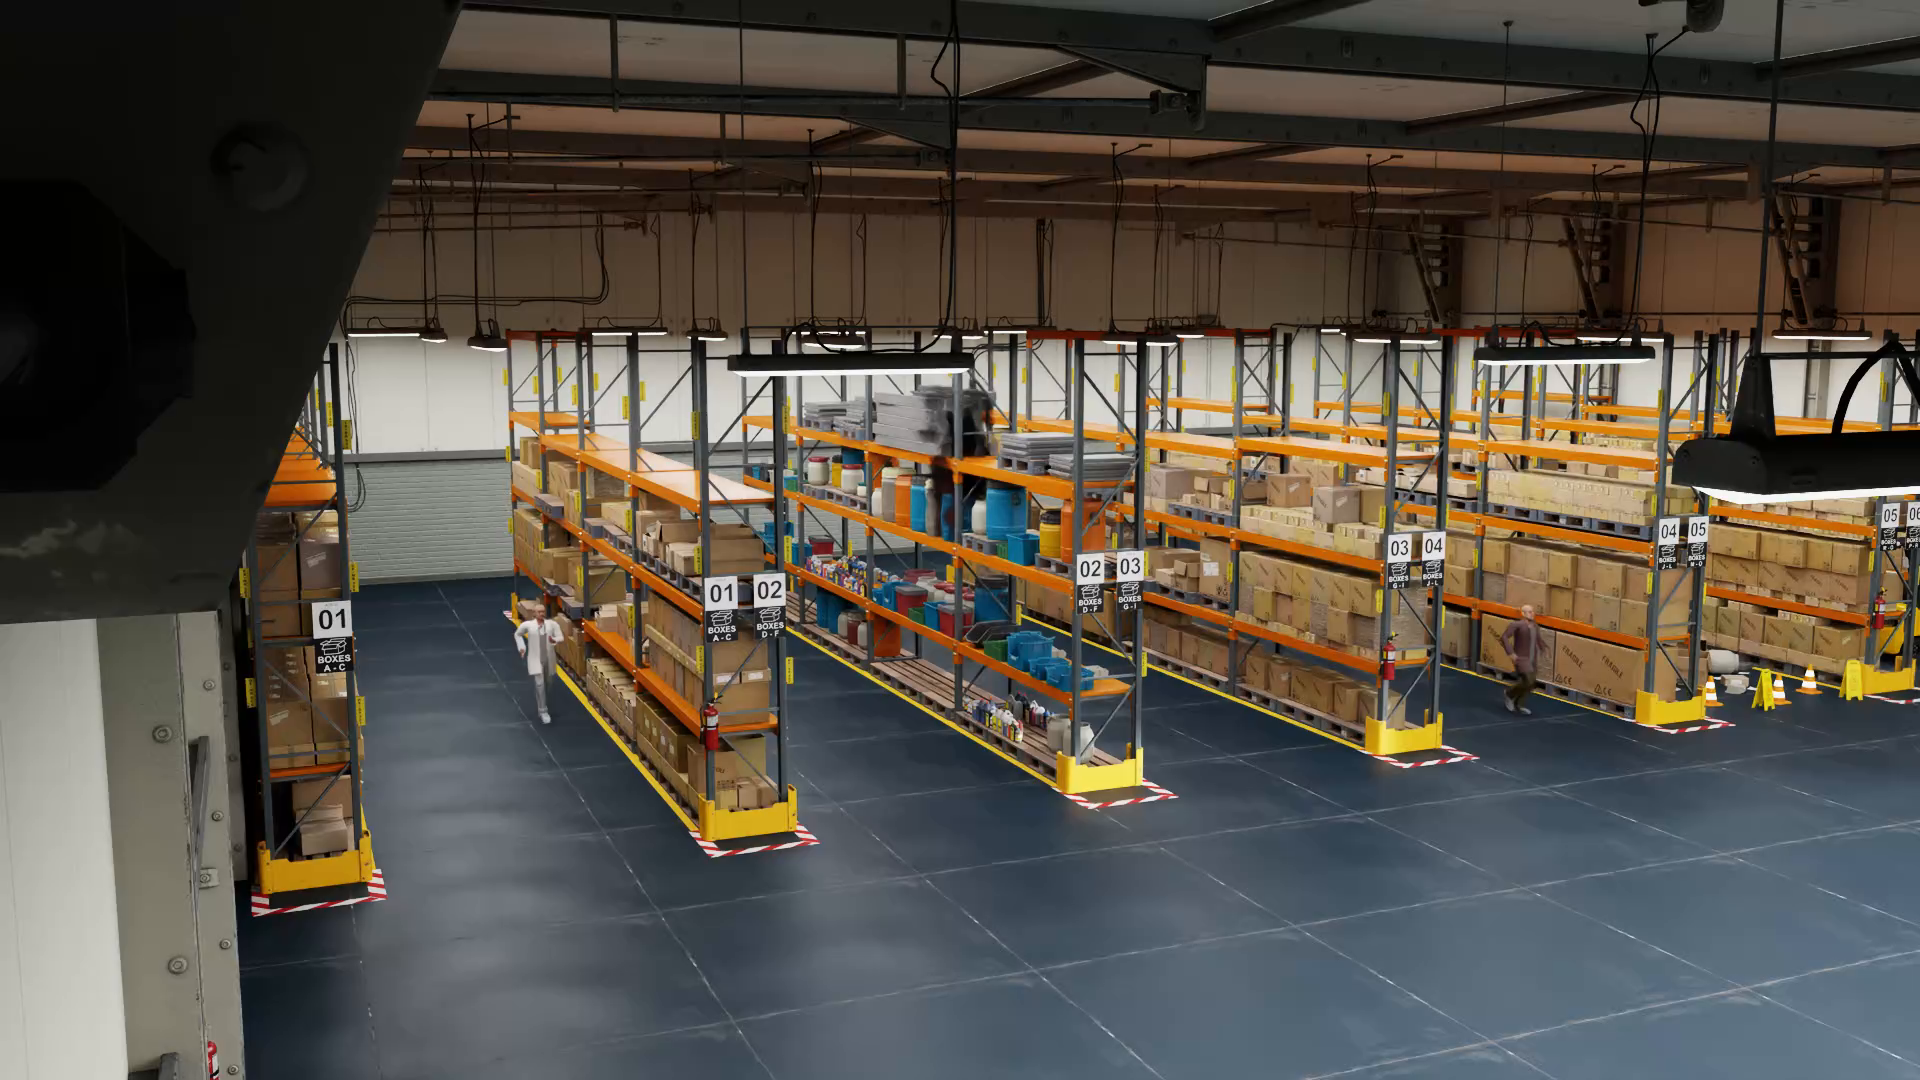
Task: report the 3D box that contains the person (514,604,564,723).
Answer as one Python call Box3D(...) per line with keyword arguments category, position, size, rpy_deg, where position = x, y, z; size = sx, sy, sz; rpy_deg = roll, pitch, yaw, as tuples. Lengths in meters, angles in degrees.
Box3D(category="person", position=(-6.549, 1.888, 26.029), size=(0.695, 1.781, 1.045), rpy_deg=(-5, 9, -30))

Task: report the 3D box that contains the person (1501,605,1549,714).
Box3D(category="person", position=(8.974, 1.937, 26.344), size=(0.722, 1.659, 0.628), rpy_deg=(-5, 9, -32))
